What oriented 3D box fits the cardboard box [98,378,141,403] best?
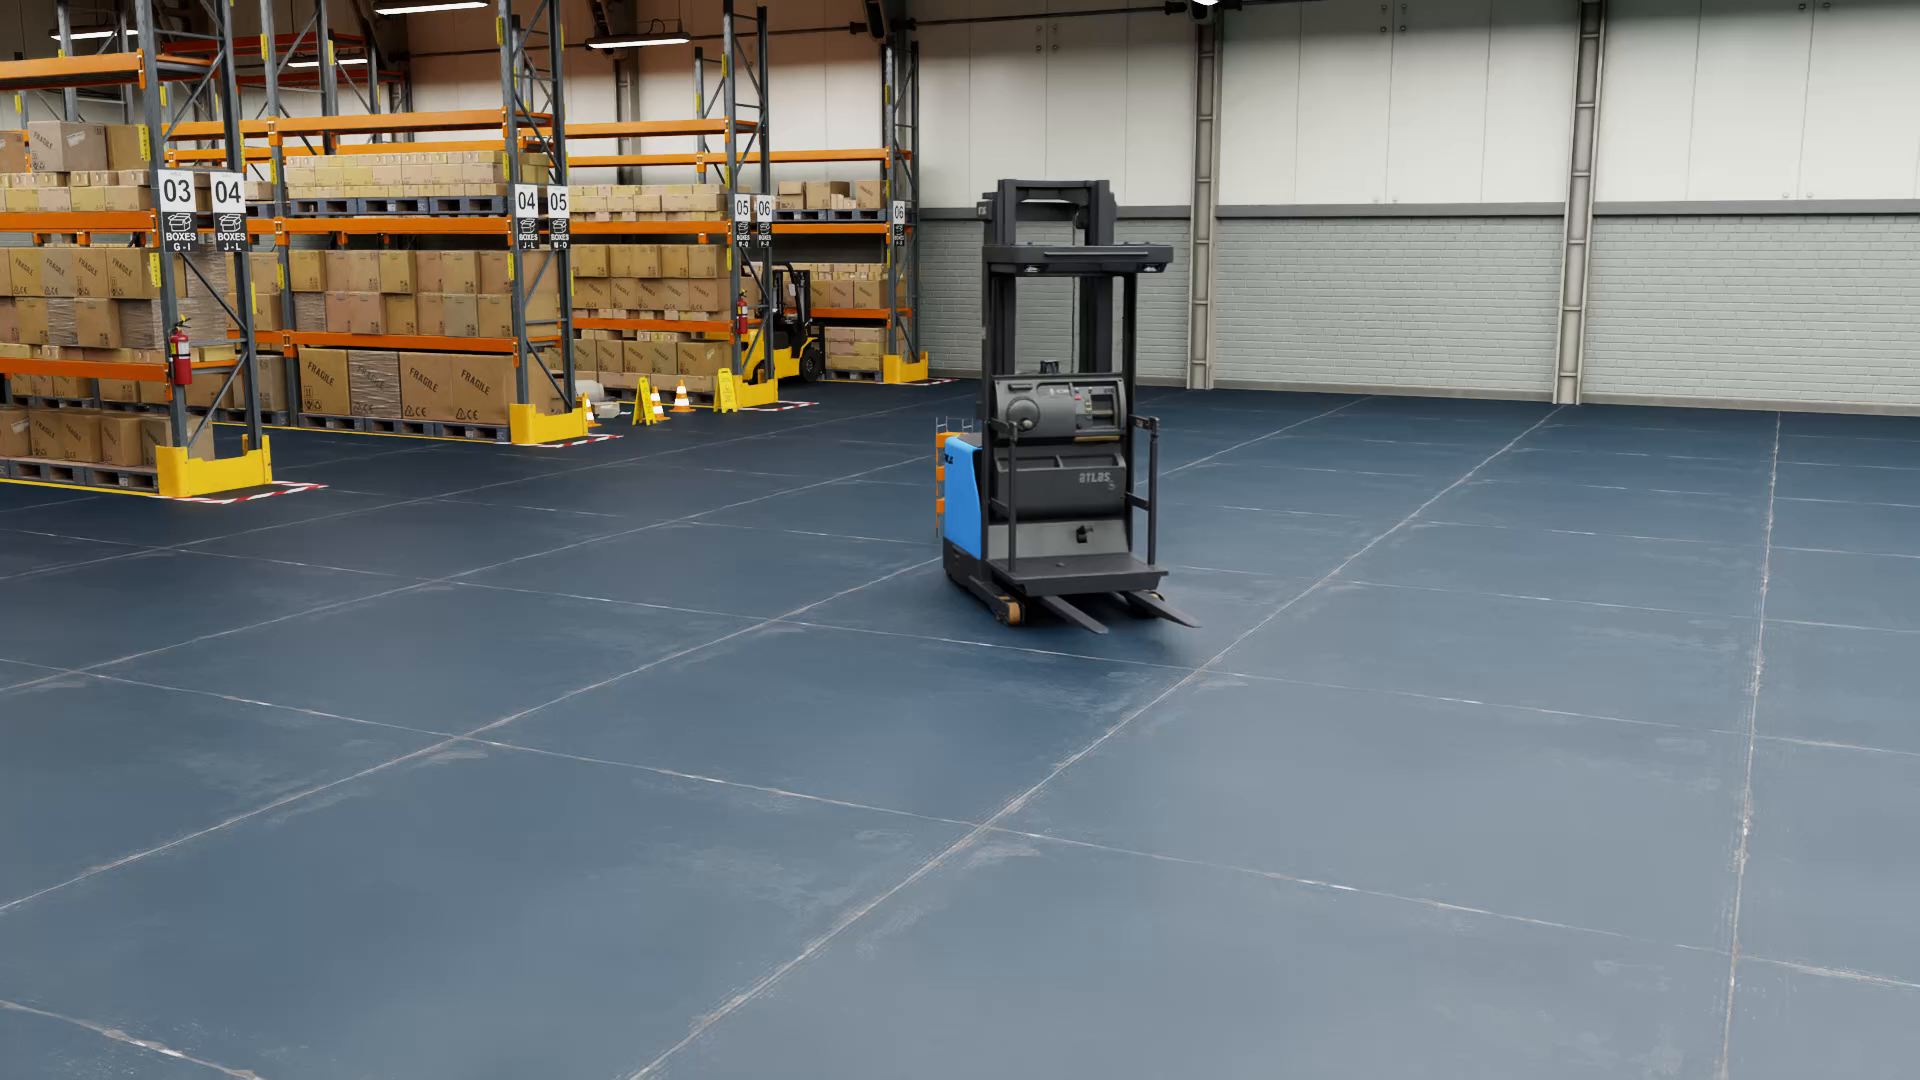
[{"bbox_3d":[-11.968,-2.448,24.469,0.750,0.750,1.050,5,11,25],"label":"cardboard box"}]

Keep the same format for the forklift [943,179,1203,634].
[{"bbox_3d":[0.750,-0.944,11.216,1.130,2.935,3.031,-3,11,-15],"label":"forklift"}]

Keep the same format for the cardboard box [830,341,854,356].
[{"bbox_3d":[-2.027,-3.501,30.288,0.500,0.250,0.500,5,11,25],"label":"cardboard box"}]

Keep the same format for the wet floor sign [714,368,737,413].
[{"bbox_3d":[-3.504,-2.234,24.762,0.267,0.644,0.232,-10,14,-43],"label":"wet floor sign"}]

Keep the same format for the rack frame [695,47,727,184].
[{"bbox_3d":[-4.595,-7.639,31.169,0.127,3.000,1.000,5,11,26],"label":"rack frame"}]

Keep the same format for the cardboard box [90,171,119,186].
[{"bbox_3d":[-8.448,-3.609,16.630,0.250,0.149,0.380,4,11,23],"label":"cardboard box"}]

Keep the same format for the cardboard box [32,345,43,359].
[{"bbox_3d":[-9.517,-1.994,17.529,0.250,0.149,0.380,5,11,26],"label":"cardboard box"}]

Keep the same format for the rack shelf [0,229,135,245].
[{"bbox_3d":[-14.268,-4.690,25.318,4.000,0.370,1.077,5,11,26],"label":"rack shelf"}]

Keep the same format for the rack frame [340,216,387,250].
[{"bbox_3d":[-10.375,-4.209,29.063,0.127,3.000,1.000,5,11,26],"label":"rack frame"}]

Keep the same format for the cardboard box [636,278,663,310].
[{"bbox_3d":[-4.703,-3.853,25.980,0.500,0.500,0.500,5,11,26],"label":"cardboard box"}]

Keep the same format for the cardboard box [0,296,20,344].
[{"bbox_3d":[-9.871,-2.393,17.913,0.500,0.500,0.875,5,11,26],"label":"cardboard box"}]

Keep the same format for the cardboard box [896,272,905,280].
[{"bbox_3d":[-1.197,-4.808,30.271,0.250,0.149,0.380,5,11,24],"label":"cardboard box"}]

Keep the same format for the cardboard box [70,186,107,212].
[{"bbox_3d":[-8.579,-3.434,16.781,0.500,0.250,0.500,5,11,26],"label":"cardboard box"}]

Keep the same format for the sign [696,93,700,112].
[{"bbox_3d":[-4.824,-8.050,30.594,0.005,0.325,0.100,5,11,26],"label":"sign"}]

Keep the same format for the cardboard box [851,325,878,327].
[{"bbox_3d":[-1.805,-3.824,30.670,0.500,0.250,0.500,5,11,26],"label":"cardboard box"}]

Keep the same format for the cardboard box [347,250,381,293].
[{"bbox_3d":[-7.604,-3.576,22.115,0.550,0.550,0.875,5,11,26],"label":"cardboard box"}]

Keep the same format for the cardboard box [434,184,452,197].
[{"bbox_3d":[-6.431,-4.420,21.054,0.250,0.149,0.380,5,11,26],"label":"cardboard box"}]

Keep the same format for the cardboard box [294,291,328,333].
[{"bbox_3d":[-8.551,-3.142,22.745,0.550,0.550,0.875,5,11,26],"label":"cardboard box"}]

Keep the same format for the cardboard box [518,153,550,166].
[{"bbox_3d":[-5.459,-4.858,21.231,0.250,0.149,0.380,5,11,26],"label":"cardboard box"}]

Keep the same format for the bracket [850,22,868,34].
[{"bbox_3d":[-1.762,-9.270,30.072,0.430,0.232,0.235,5,11,26],"label":"bracket"}]

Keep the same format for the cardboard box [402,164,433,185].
[{"bbox_3d":[-6.761,-4.658,21.245,0.500,0.250,0.500,5,11,25],"label":"cardboard box"}]

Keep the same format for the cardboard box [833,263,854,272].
[{"bbox_3d":[-2.094,-4.943,30.182,0.250,0.149,0.380,5,11,26],"label":"cardboard box"}]

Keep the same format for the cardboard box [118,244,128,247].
[{"bbox_3d":[-15.497,-5.469,31.114,0.250,0.149,0.380,5,11,25],"label":"cardboard box"}]

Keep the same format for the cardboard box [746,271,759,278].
[{"bbox_3d":[-3.758,-4.920,30.892,0.250,0.149,0.380,5,12,27],"label":"cardboard box"}]

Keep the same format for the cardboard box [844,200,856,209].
[{"bbox_3d":[-1.885,-5.996,29.763,0.250,0.149,0.380,5,11,24],"label":"cardboard box"}]

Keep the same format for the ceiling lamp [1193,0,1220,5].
[{"bbox_3d":[3.370,-9.047,22.560,0.800,3.185,2.000,5,11,26],"label":"ceiling lamp"}]

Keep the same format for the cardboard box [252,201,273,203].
[{"bbox_3d":[-12.084,-6.033,29.261,0.500,0.500,0.500,5,11,26],"label":"cardboard box"}]

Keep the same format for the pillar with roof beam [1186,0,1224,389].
[{"bbox_3d":[2.243,-6.362,24.114,0.548,9.000,9.100,5,11,26],"label":"pillar with roof beam"}]

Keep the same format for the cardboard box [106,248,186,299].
[{"bbox_3d":[-8.188,-2.687,16.731,0.500,0.500,0.500,5,11,26],"label":"cardboard box"}]

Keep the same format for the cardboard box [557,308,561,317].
[{"bbox_3d":[-6.398,-3.682,26.859,0.250,0.149,0.380,5,12,27],"label":"cardboard box"}]

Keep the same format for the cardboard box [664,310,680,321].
[{"bbox_3d":[-4.372,-3.491,25.804,0.250,0.149,0.380,5,12,27],"label":"cardboard box"}]

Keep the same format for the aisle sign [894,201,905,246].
[{"bbox_3d":[-1.079,-5.599,29.442,0.004,0.787,0.394,5,11,26],"label":"aisle sign"}]

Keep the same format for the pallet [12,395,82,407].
[{"bbox_3d":[-14.265,-2.196,25.773,1.213,0.211,1.003,5,11,26],"label":"pallet"}]

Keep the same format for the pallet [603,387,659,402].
[{"bbox_3d":[-5.072,-2.378,26.778,1.213,0.211,1.003,5,11,26],"label":"pallet"}]

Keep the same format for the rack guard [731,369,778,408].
[{"bbox_3d":[-3.269,-2.354,25.835,0.348,0.500,1.175,5,11,26],"label":"rack guard"}]

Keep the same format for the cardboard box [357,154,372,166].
[{"bbox_3d":[-7.569,-4.913,21.535,0.250,0.149,0.380,5,11,26],"label":"cardboard box"}]

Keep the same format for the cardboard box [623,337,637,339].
[{"bbox_3d":[-5.223,-3.033,27.000,0.500,0.500,0.500,6,12,29],"label":"cardboard box"}]

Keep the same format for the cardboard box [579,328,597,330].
[{"bbox_3d":[-7.039,-3.938,33.057,0.625,0.625,0.875,5,12,28],"label":"cardboard box"}]

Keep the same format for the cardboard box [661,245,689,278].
[{"bbox_3d":[-4.206,-4.312,25.712,0.500,0.500,0.700,5,11,26],"label":"cardboard box"}]

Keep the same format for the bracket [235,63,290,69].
[{"bbox_3d":[-14.834,-10.418,36.419,4.783,0.066,0.076,5,11,26],"label":"bracket"}]

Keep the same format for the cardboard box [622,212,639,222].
[{"bbox_3d":[-5.041,-5.028,25.873,0.250,0.149,0.380,5,11,25],"label":"cardboard box"}]

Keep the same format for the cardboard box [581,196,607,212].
[{"bbox_3d":[-5.604,-5.283,26.162,0.500,0.250,0.500,5,11,26],"label":"cardboard box"}]

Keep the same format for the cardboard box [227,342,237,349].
[{"bbox_3d":[-13.371,-3.649,30.757,0.875,0.875,0.875,5,12,28],"label":"cardboard box"}]

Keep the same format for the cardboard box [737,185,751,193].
[{"bbox_3d":[-3.429,-5.384,25.598,0.250,0.149,0.380,5,11,25],"label":"cardboard box"}]

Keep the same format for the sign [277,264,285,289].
[{"bbox_3d":[-9.119,-3.538,22.330,0.005,0.325,0.100,5,11,26],"label":"sign"}]

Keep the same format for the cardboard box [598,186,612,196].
[{"bbox_3d":[-5.457,-5.468,26.061,0.250,0.149,0.380,5,11,25],"label":"cardboard box"}]

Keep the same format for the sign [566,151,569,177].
[{"bbox_3d":[-5.049,-4.813,21.302,0.005,0.325,0.100,5,11,26],"label":"sign"}]

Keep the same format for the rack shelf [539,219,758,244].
[{"bbox_3d":[-4.994,-4.858,26.247,4.000,0.370,1.077,5,11,26],"label":"rack shelf"}]

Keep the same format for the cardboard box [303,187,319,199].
[{"bbox_3d":[-8.478,-4.600,22.048,0.250,0.149,0.380,5,11,26],"label":"cardboard box"}]

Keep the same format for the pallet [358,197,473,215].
[{"bbox_3d":[-7.068,-4.365,21.752,1.213,0.211,1.003,5,11,26],"label":"pallet"}]

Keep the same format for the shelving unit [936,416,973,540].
[{"bbox_3d":[-0.048,-0.521,14.160,0.252,1.050,0.215,5,11,26],"label":"shelving unit"}]

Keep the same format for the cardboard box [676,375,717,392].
[{"bbox_3d":[-4.066,-2.455,25.912,0.500,0.250,0.500,5,11,26],"label":"cardboard box"}]

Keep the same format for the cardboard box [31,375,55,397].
[{"bbox_3d":[-13.644,-2.439,25.121,0.500,0.500,0.500,6,12,28],"label":"cardboard box"}]

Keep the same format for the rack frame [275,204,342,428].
[{"bbox_3d":[-8.887,-3.095,22.909,0.127,3.000,1.000,5,11,26],"label":"rack frame"}]

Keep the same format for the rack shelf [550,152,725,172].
[{"bbox_3d":[-6.388,-7.245,32.139,4.000,0.370,1.077,5,11,26],"label":"rack shelf"}]
